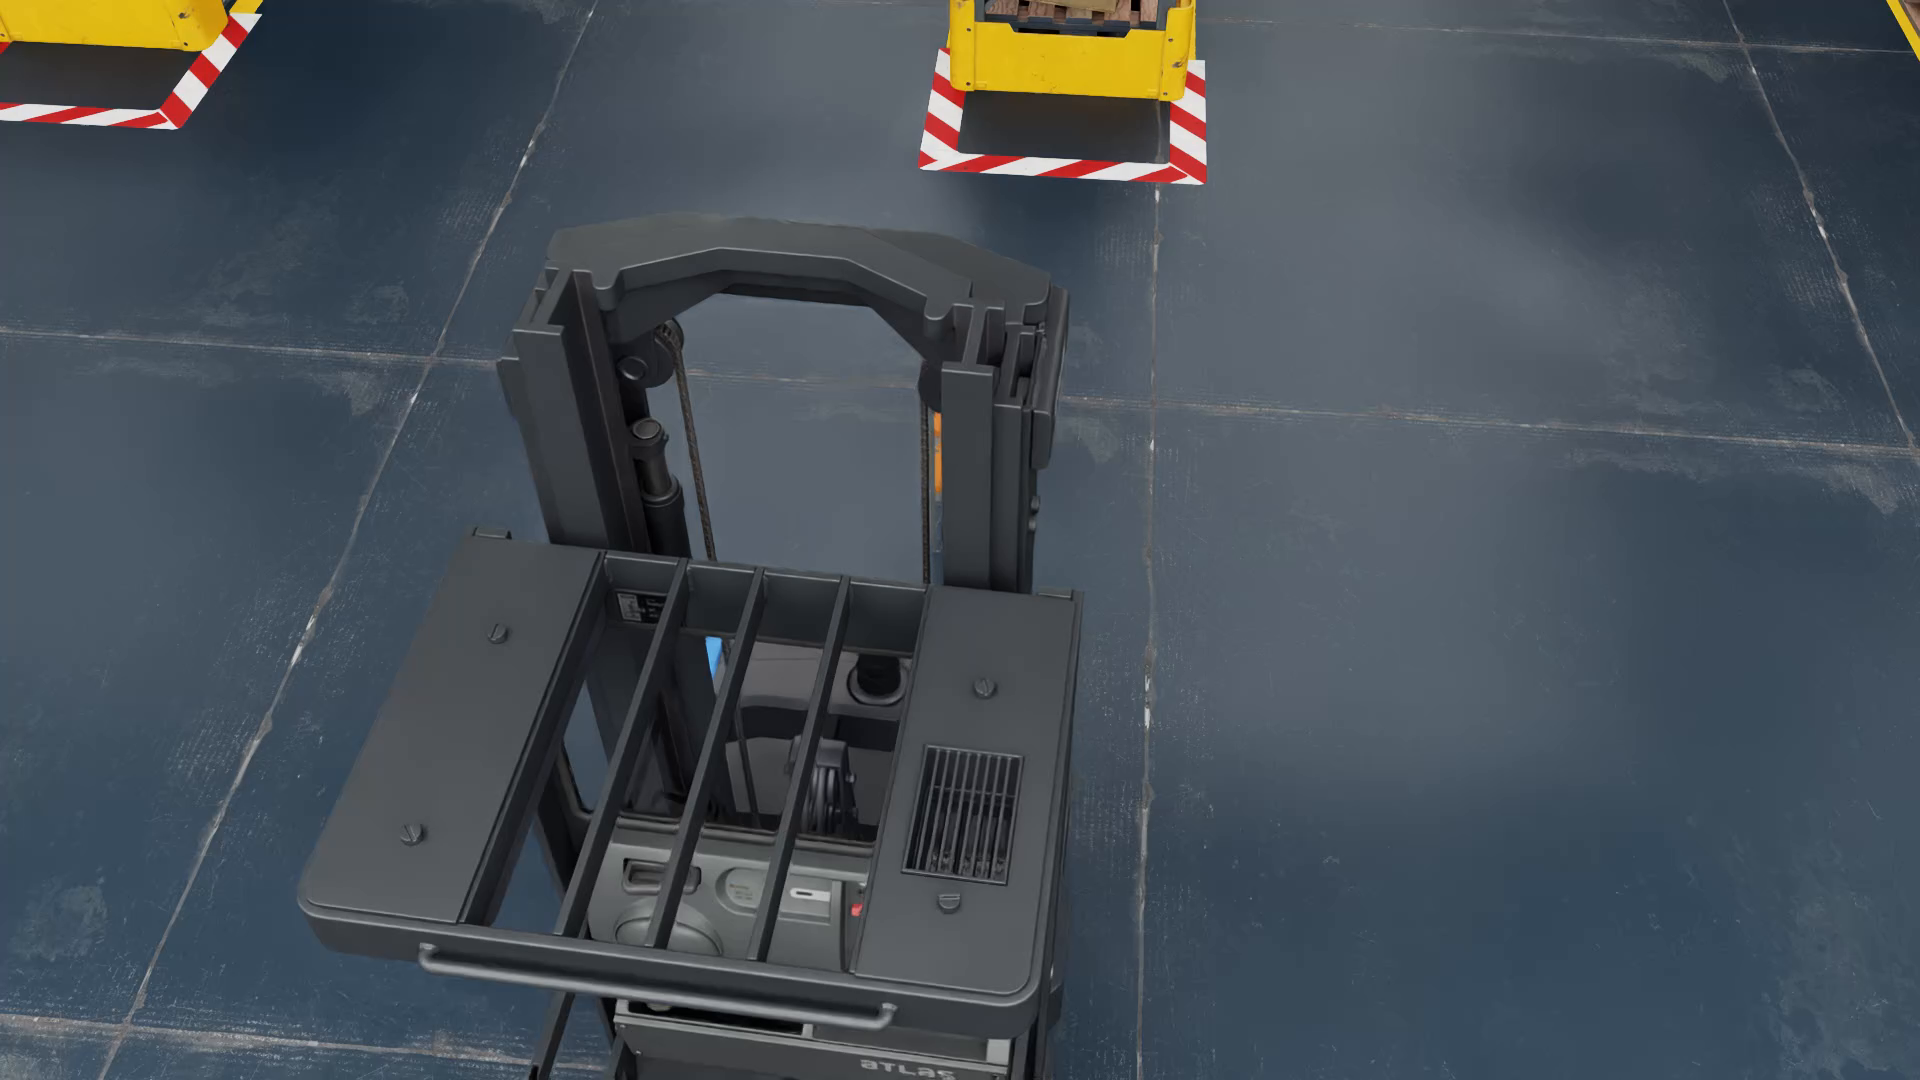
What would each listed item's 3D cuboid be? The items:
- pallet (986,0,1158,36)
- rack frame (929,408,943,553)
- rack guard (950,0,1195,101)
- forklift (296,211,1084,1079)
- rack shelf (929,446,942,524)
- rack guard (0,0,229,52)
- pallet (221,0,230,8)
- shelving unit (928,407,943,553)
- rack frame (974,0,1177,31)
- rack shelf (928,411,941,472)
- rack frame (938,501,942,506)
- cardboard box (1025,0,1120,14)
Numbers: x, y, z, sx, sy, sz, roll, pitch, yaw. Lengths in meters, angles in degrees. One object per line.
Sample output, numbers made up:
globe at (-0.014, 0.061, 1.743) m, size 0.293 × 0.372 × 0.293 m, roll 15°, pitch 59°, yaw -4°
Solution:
pallet at (0.652, -3.002, 8.853) m, size 1.003 × 0.211 × 1.213 m, roll 4°, pitch 48°, yaw 4°
rack frame at (-0.006, -0.304, 5.817) m, size 0.200 × 1.050 × 0.008 m, roll 4°, pitch 48°, yaw 4°
rack guard at (0.543, -2.505, 8.202) m, size 1.175 × 0.500 × 0.348 m, roll 4°, pitch 48°, yaw 4°
forklift at (-0.369, 0.945, 3.399) m, size 1.130 × 2.935 × 3.031 m, roll 6°, pitch 48°, yaw 5°
rack shelf at (0.005, -0.199, 6.111) m, size 0.215 × 0.259 × 0.240 m, roll 4°, pitch 48°, yaw 4°
rack guard at (-4.436, -2.841, 8.510) m, size 1.175 × 0.500 × 0.348 m, roll 4°, pitch 48°, yaw 4°
pallet at (-4.357, -3.340, 9.162) m, size 1.003 × 0.211 × 1.213 m, roll 4°, pitch 48°, yaw 4°
shelving unit at (0.005, -0.394, 5.899) m, size 0.215 × 1.050 × 0.252 m, roll 4°, pitch 48°, yaw 4°
rack frame at (0.536, -3.293, 7.229) m, size 1.000 × 3.000 × 0.127 m, roll 4°, pitch 48°, yaw 4°
rack shelf at (0.005, -0.386, 5.906) m, size 0.215 × 0.259 × 0.240 m, roll 4°, pitch 48°, yaw 4°
rack frame at (0.016, -0.483, 5.981) m, size 0.200 × 1.050 × 0.008 m, roll 4°, pitch 48°, yaw 4°
cardboard box at (0.609, -3.049, 8.415) m, size 0.500 × 0.500 × 0.500 m, roll 12°, pitch 49°, yaw 11°
